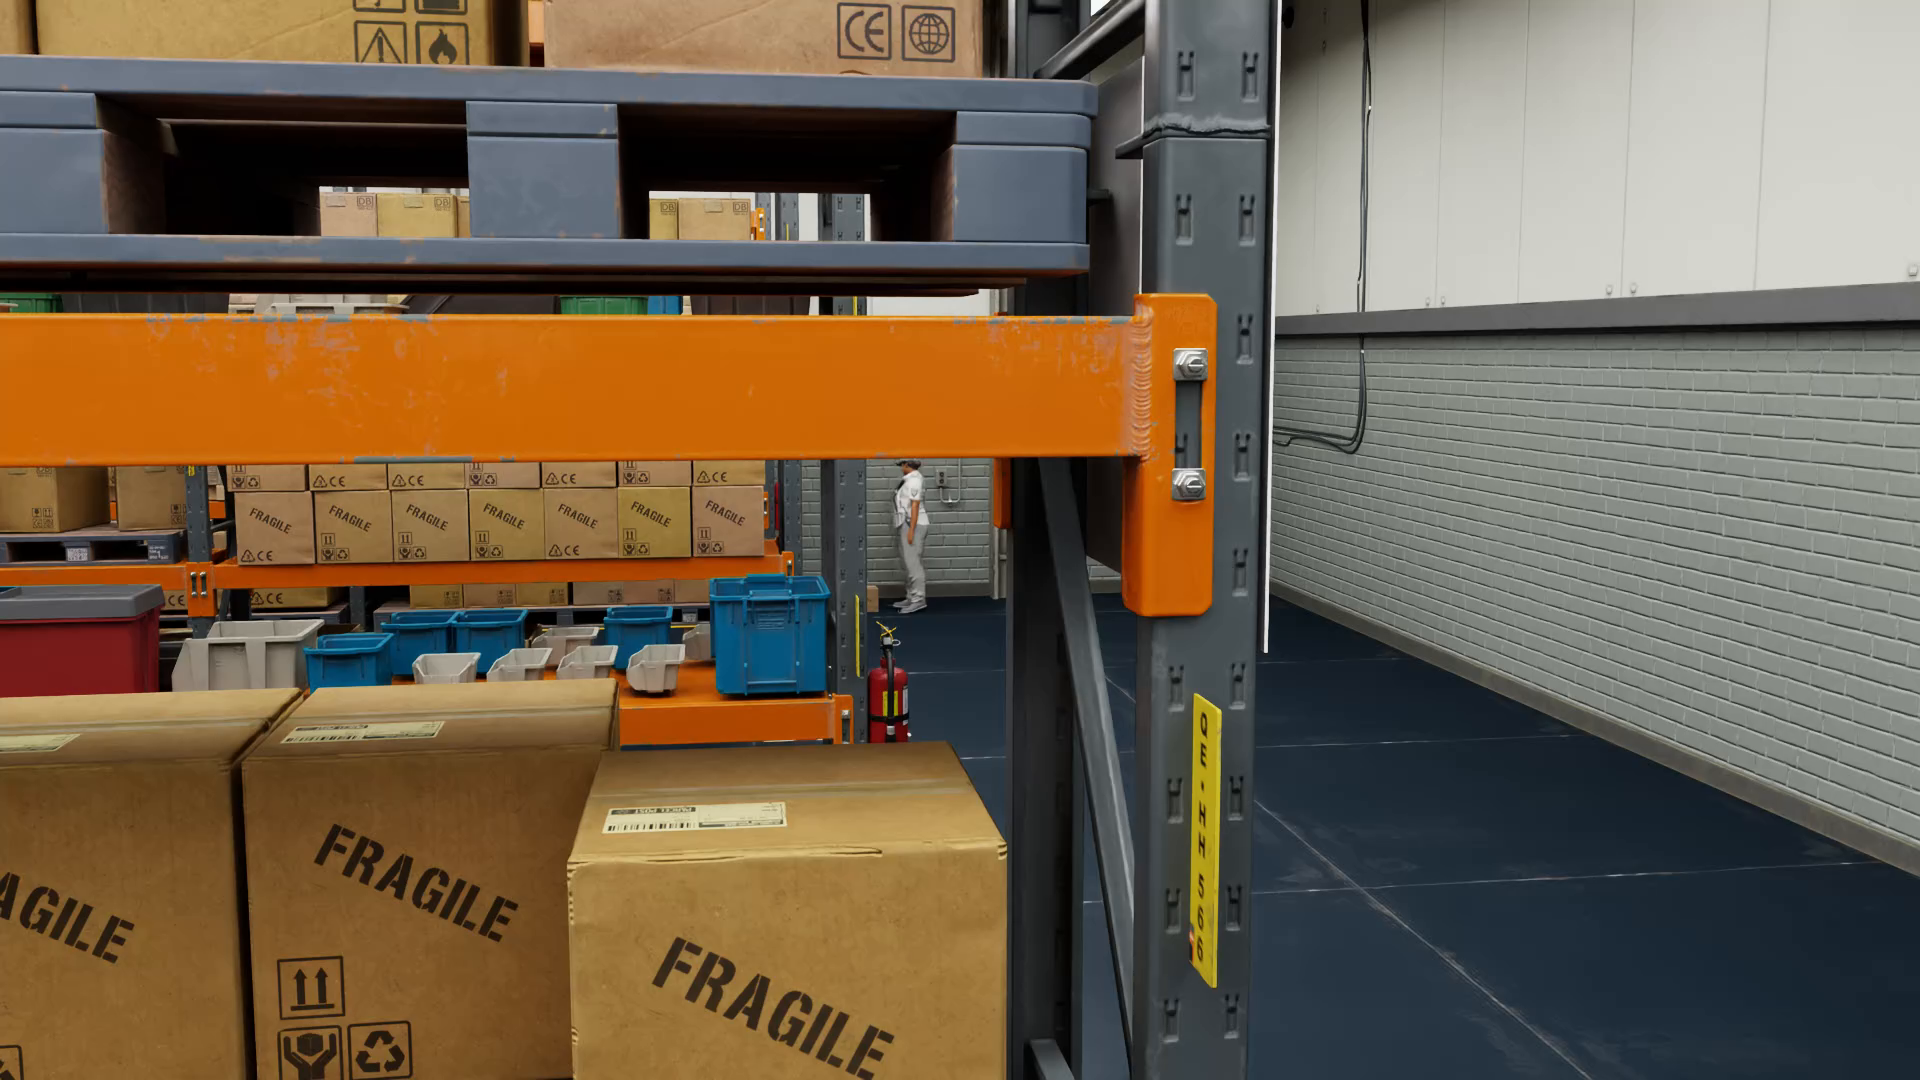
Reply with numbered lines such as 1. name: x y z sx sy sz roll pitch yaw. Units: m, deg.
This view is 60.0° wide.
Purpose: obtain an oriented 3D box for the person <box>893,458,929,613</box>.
1. person: -0.524 -0.095 17.558 0.389 1.678 0.587 -1 7 -8
